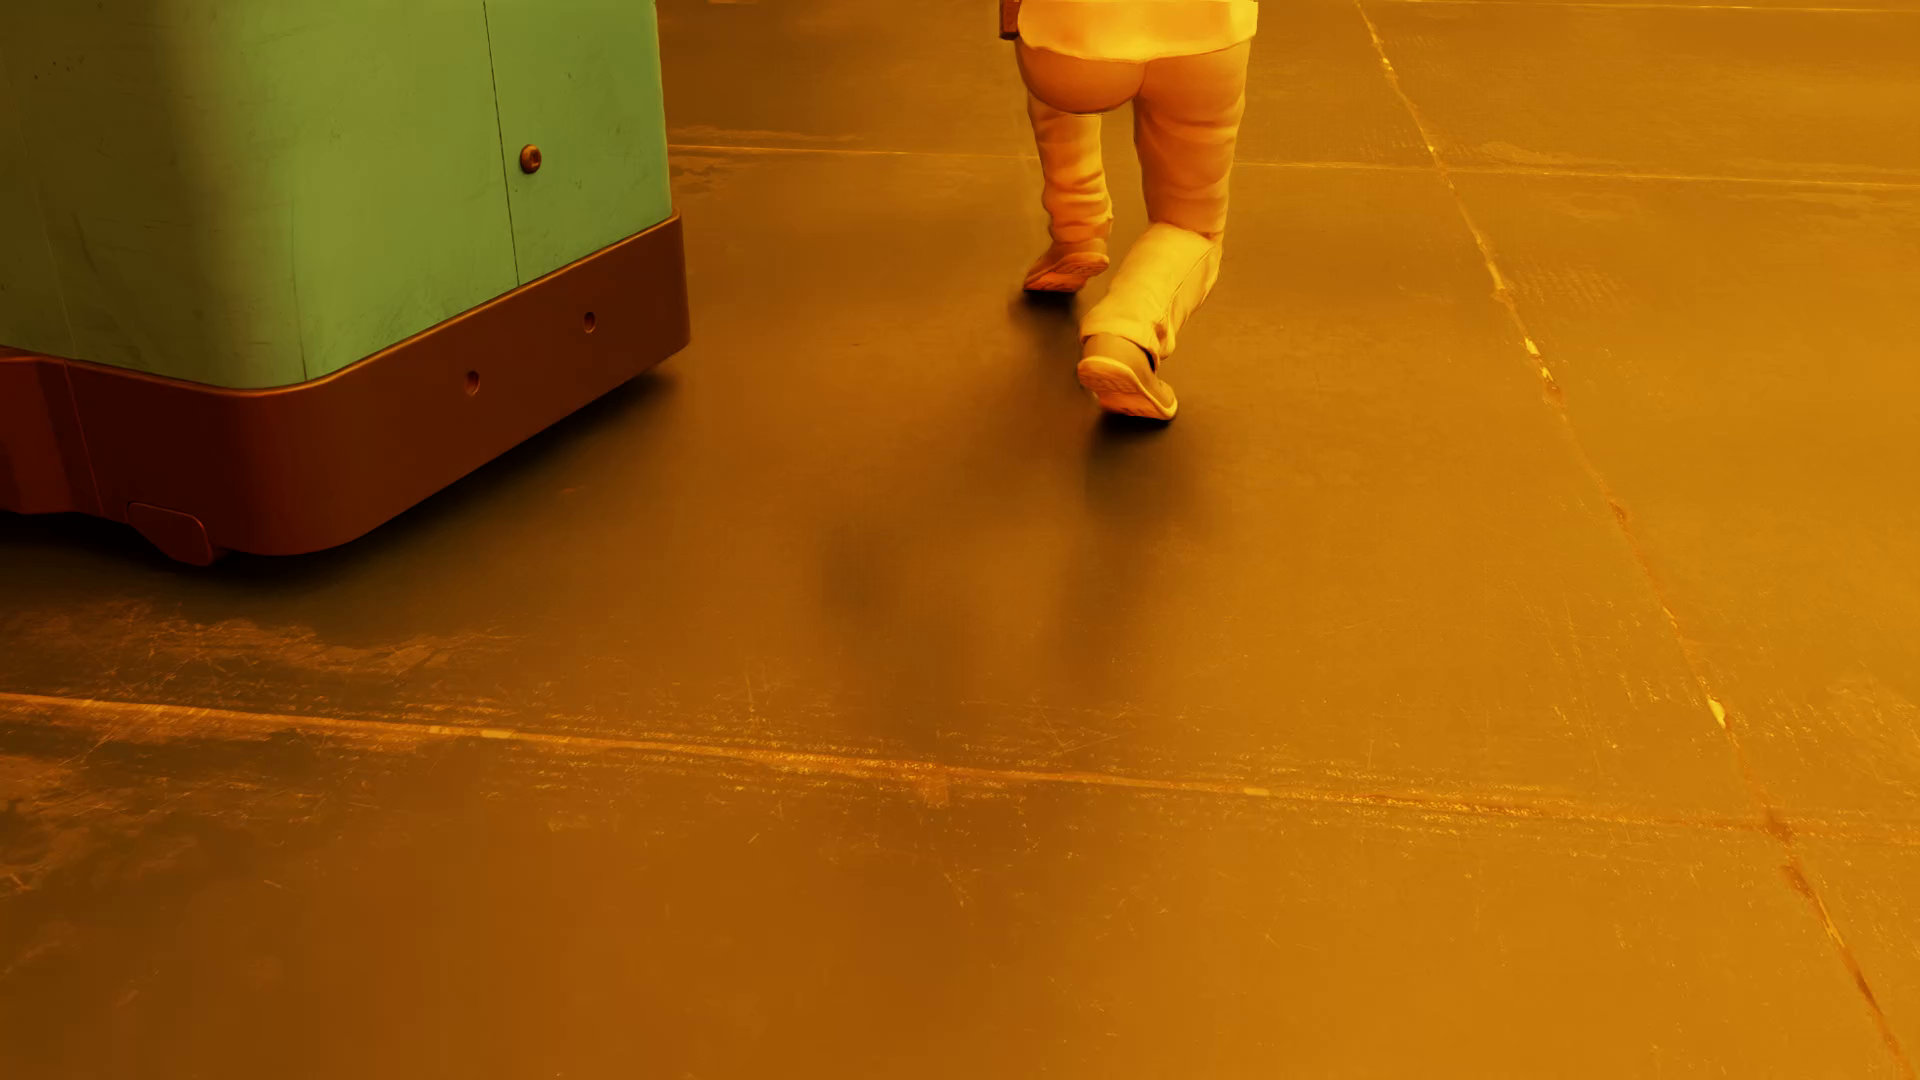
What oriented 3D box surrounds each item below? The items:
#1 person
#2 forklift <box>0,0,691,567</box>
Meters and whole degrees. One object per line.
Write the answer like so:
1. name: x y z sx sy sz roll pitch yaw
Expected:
1. person: 0.057 -0.944 2.871 0.922 1.386 0.929 -4 27 -7
2. forklift: -2.062 -1.695 2.615 3.031 2.935 1.130 11 29 21
